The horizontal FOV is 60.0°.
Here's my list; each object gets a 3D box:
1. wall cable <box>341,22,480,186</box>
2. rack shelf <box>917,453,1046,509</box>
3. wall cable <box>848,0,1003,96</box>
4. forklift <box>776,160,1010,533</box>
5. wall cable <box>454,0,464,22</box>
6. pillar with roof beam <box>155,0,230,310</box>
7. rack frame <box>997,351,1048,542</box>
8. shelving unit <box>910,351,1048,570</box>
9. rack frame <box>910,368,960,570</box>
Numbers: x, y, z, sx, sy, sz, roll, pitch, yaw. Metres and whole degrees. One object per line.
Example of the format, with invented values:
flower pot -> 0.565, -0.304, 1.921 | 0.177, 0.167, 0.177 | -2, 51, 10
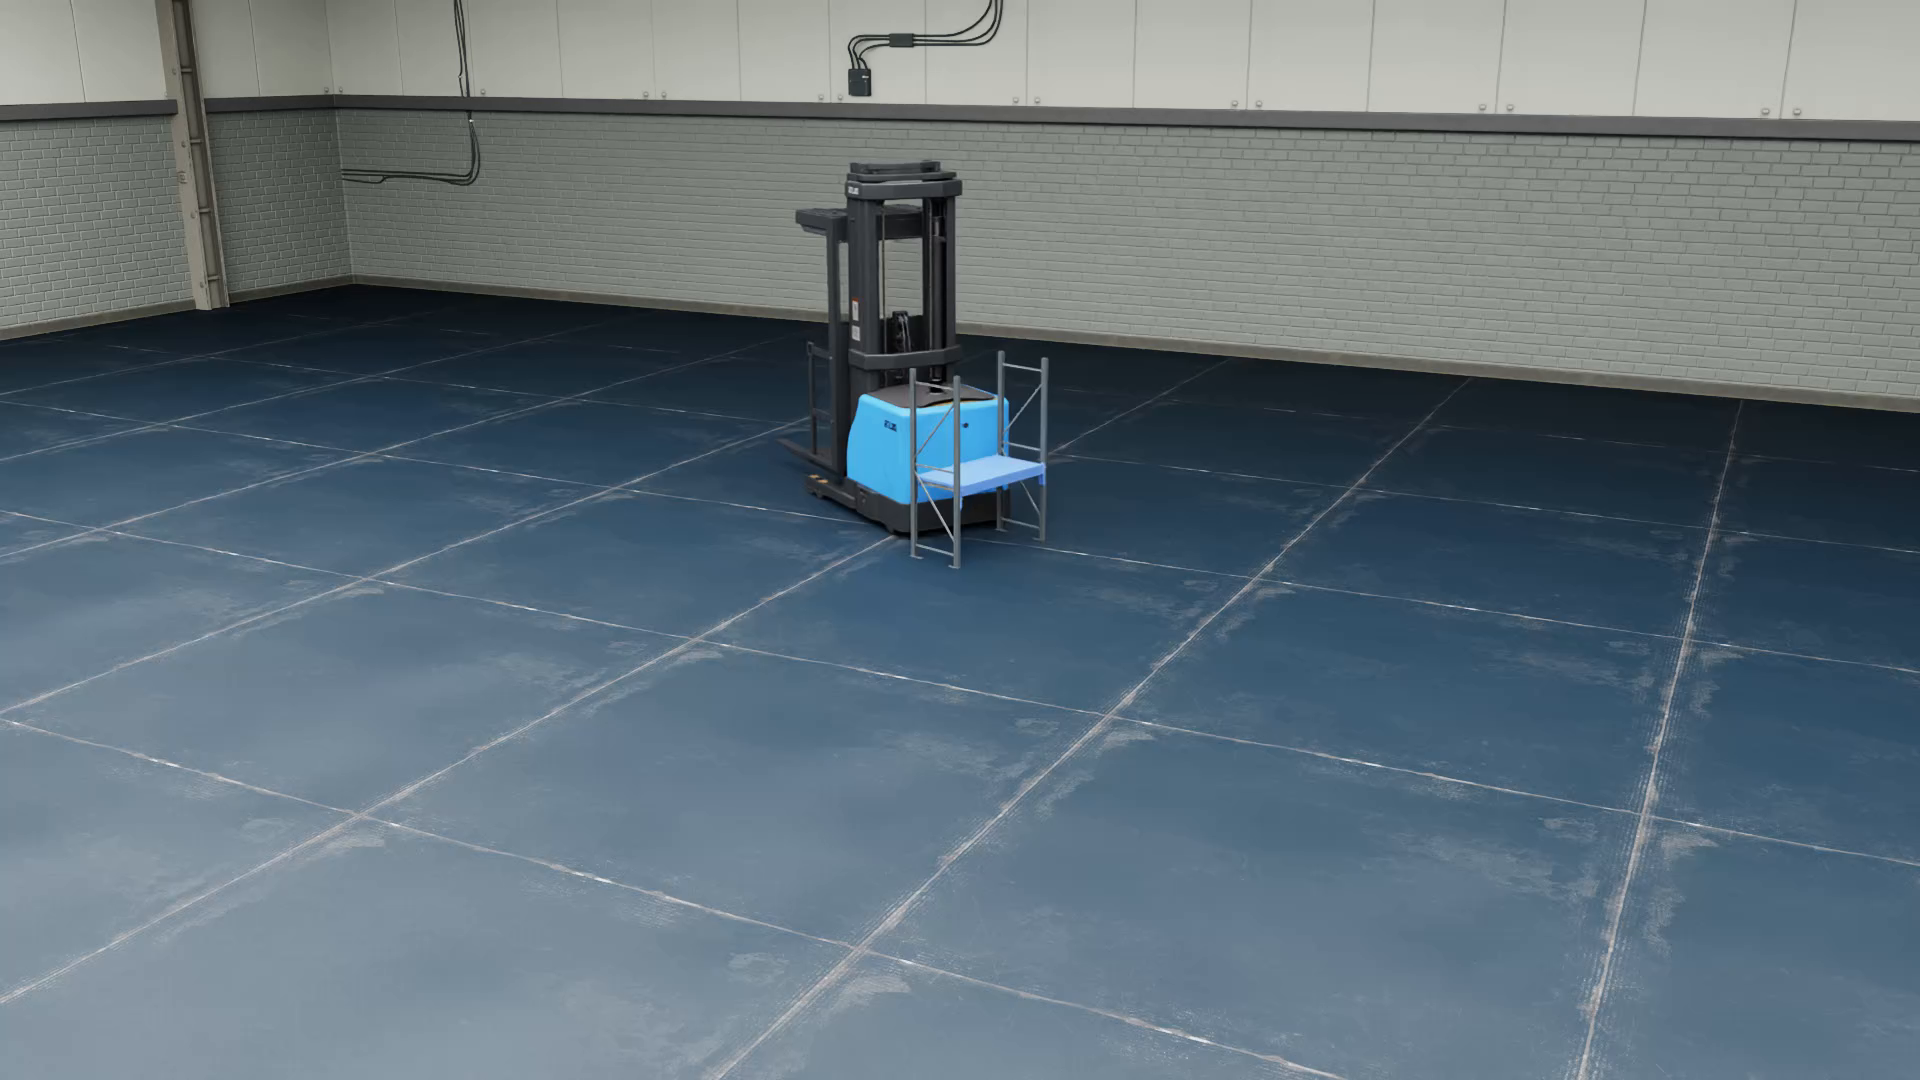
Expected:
wall cable -> -8.980, -6.976, 26.658 | 3.097, 2.526, 0.112 | 8, 18, 25
rack shelf -> 0.154, -0.475, 13.121 | 0.538, 0.185, 1.000 | 15, 22, 41
wall cable -> -0.494, -8.882, 21.652 | 2.305, 6.003, 0.169 | 8, 18, 25
forklift -> -0.742, -1.832, 14.545 | 1.130, 2.935, 3.031 | -9, 19, -28
wall cable -> -6.560, -9.052, 24.781 | 3.097, 2.526, 0.112 | 8, 18, 25
pillar with roof beam -> -7.628, -7.334, 22.412 | 9.100, 9.000, 0.400 | 8, 18, 25
rack frame -> 0.499, -0.754, 13.428 | 0.500, 1.500, 0.032 | 15, 22, 41
shelving unit -> 0.154, -0.647, 13.070 | 0.538, 1.500, 1.048 | 15, 22, 41
rack frame -> -0.191, -0.541, 12.712 | 0.500, 1.500, 0.032 | 15, 22, 41
